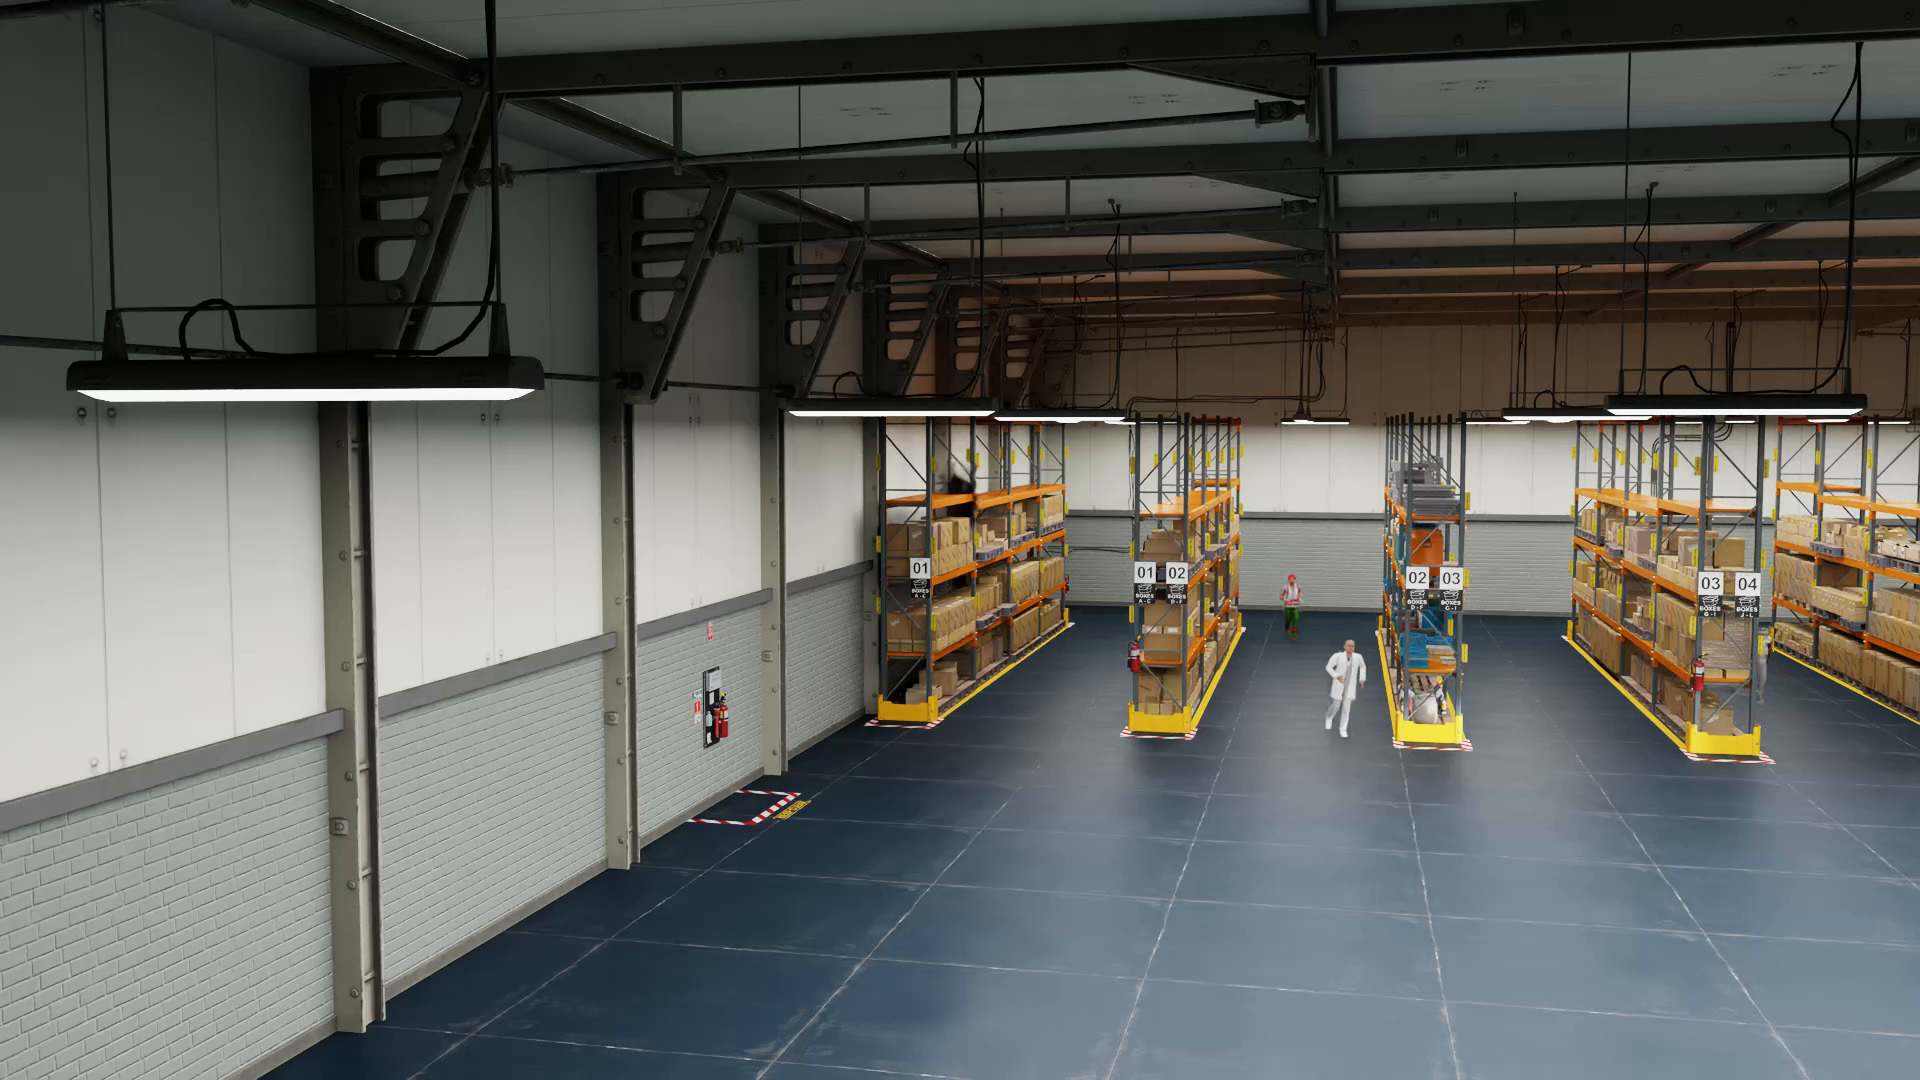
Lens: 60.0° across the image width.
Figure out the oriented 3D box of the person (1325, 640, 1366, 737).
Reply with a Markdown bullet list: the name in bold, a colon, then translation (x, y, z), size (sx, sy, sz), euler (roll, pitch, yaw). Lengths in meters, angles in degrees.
- **person**: translation (7.214, 2.739, 31.044), size (0.767, 1.764, 0.930), euler (0, 4, 0)

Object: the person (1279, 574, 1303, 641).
- **person**: translation (8.888, 1.794, 44.580), size (0.662, 1.764, 1.002), euler (0, 4, 0)

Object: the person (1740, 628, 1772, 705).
- **person**: translation (16.639, 2.596, 34.804), size (0.611, 1.627, 0.982), euler (0, 4, -4)
